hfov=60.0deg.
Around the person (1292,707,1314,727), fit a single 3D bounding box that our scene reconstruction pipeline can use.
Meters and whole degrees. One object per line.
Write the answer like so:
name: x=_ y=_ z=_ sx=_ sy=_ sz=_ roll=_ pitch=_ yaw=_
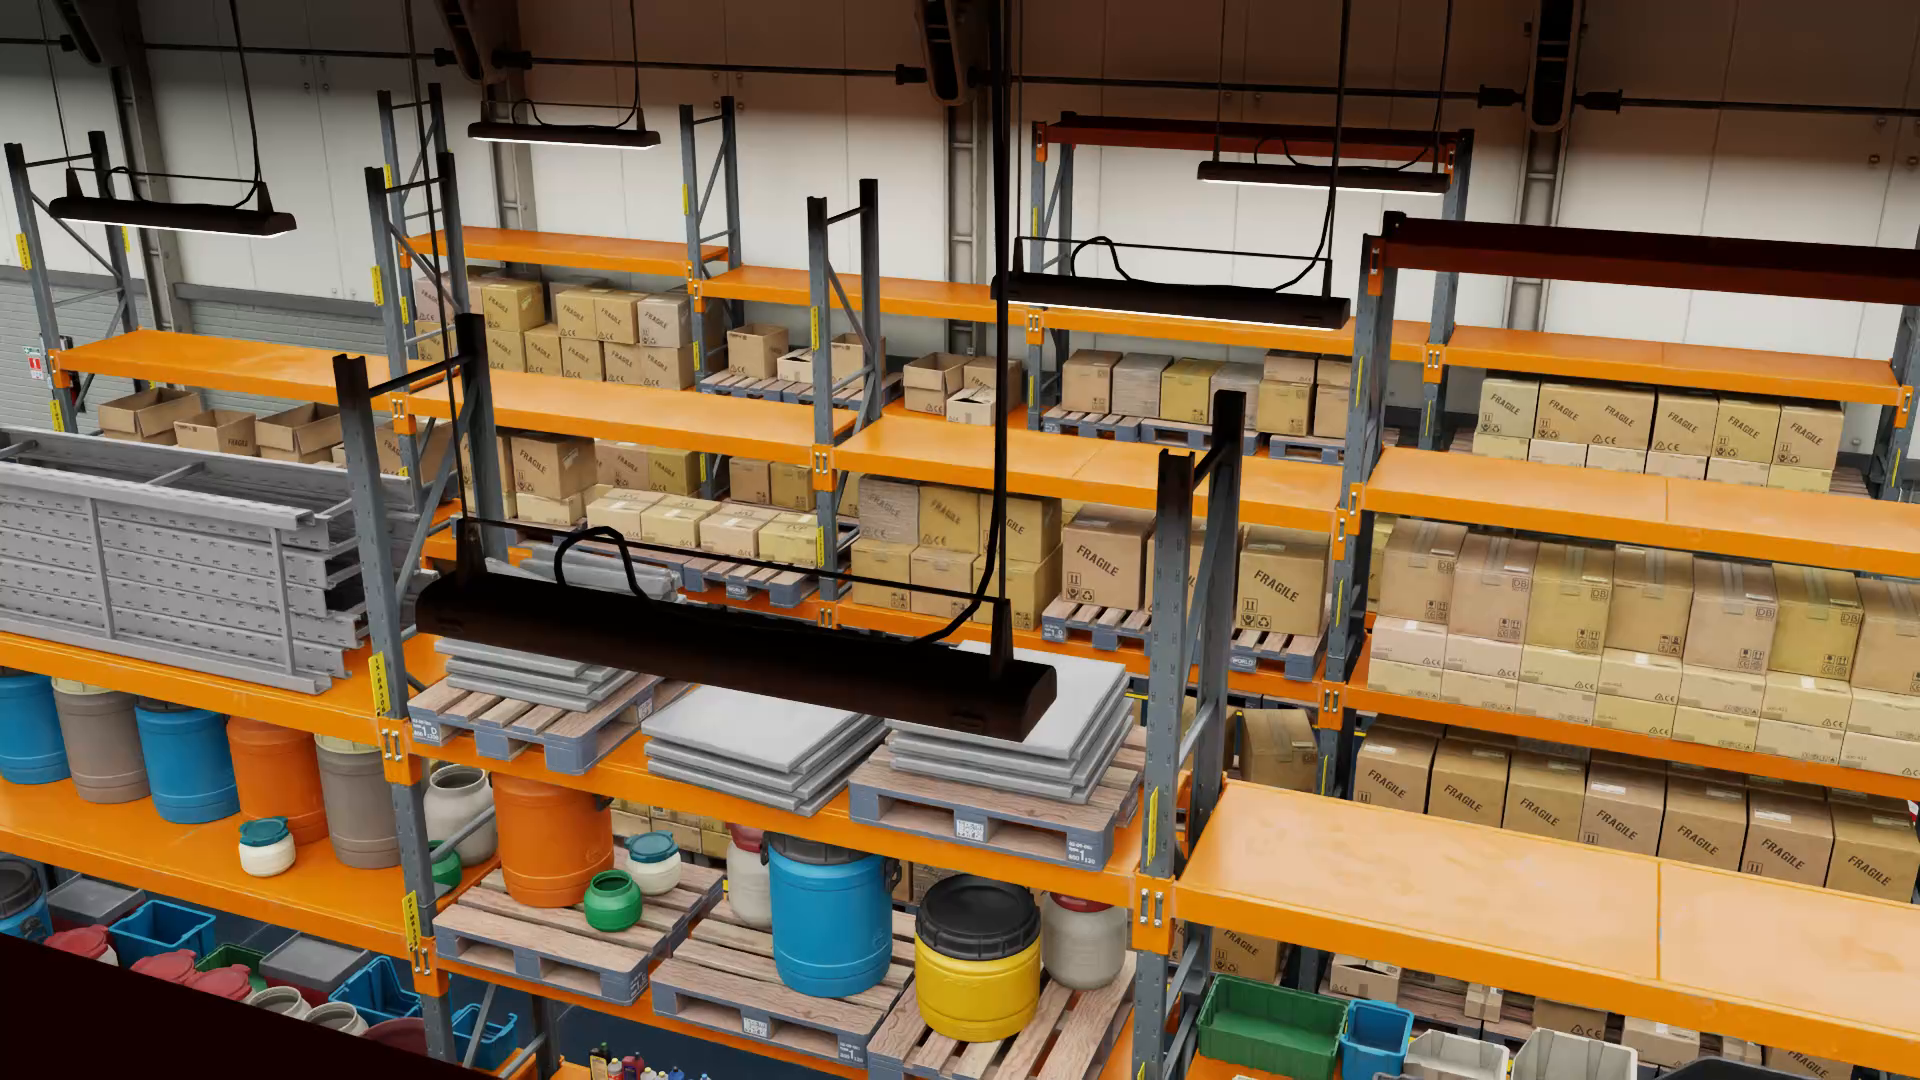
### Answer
person: x=2.850 y=1.856 z=14.487 sx=0.411 sy=0.936 sz=0.443 roll=8 pitch=22 yaw=21
